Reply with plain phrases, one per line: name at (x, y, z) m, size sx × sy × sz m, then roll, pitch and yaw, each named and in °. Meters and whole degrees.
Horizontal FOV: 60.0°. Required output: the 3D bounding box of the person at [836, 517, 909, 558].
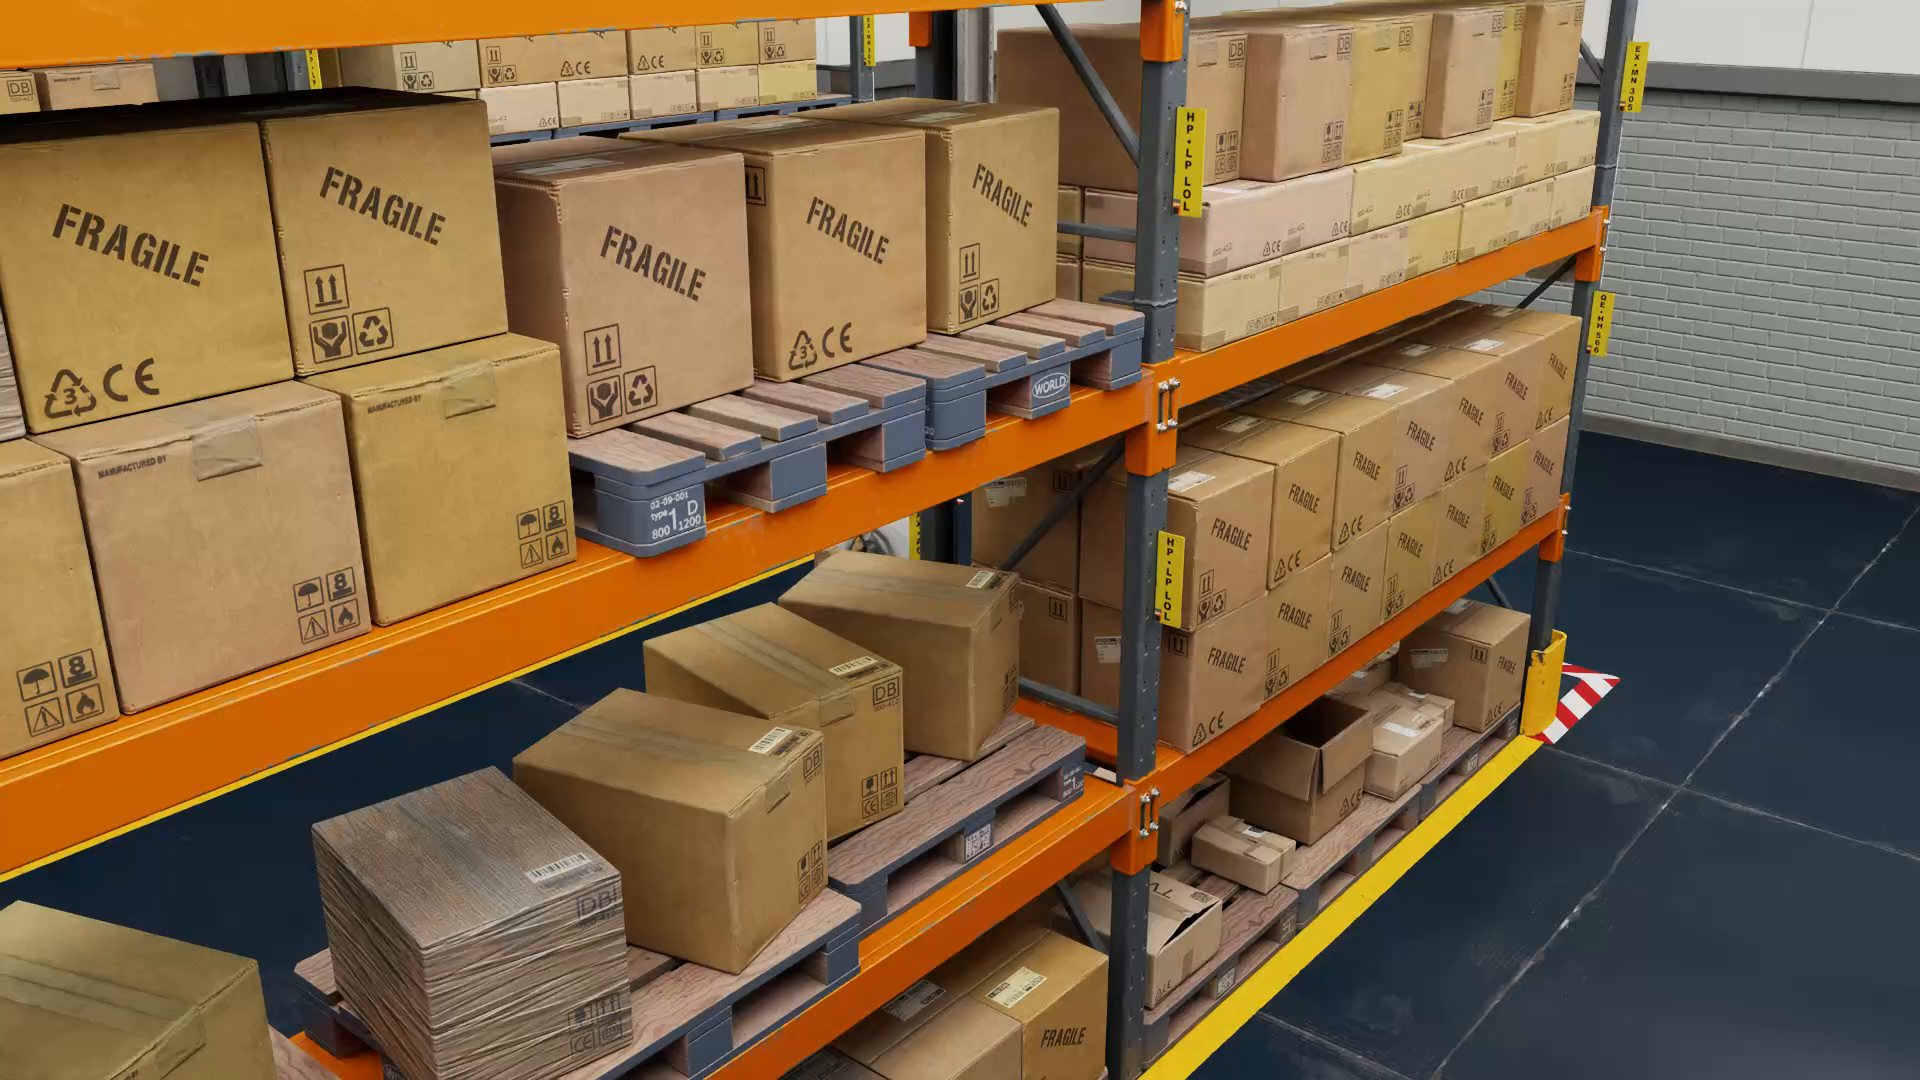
person at (-0.491, 0.124, 10.272) m, size 0.835 × 0.895 × 0.422 m, roll 15°, pitch 25°, yaw 35°
